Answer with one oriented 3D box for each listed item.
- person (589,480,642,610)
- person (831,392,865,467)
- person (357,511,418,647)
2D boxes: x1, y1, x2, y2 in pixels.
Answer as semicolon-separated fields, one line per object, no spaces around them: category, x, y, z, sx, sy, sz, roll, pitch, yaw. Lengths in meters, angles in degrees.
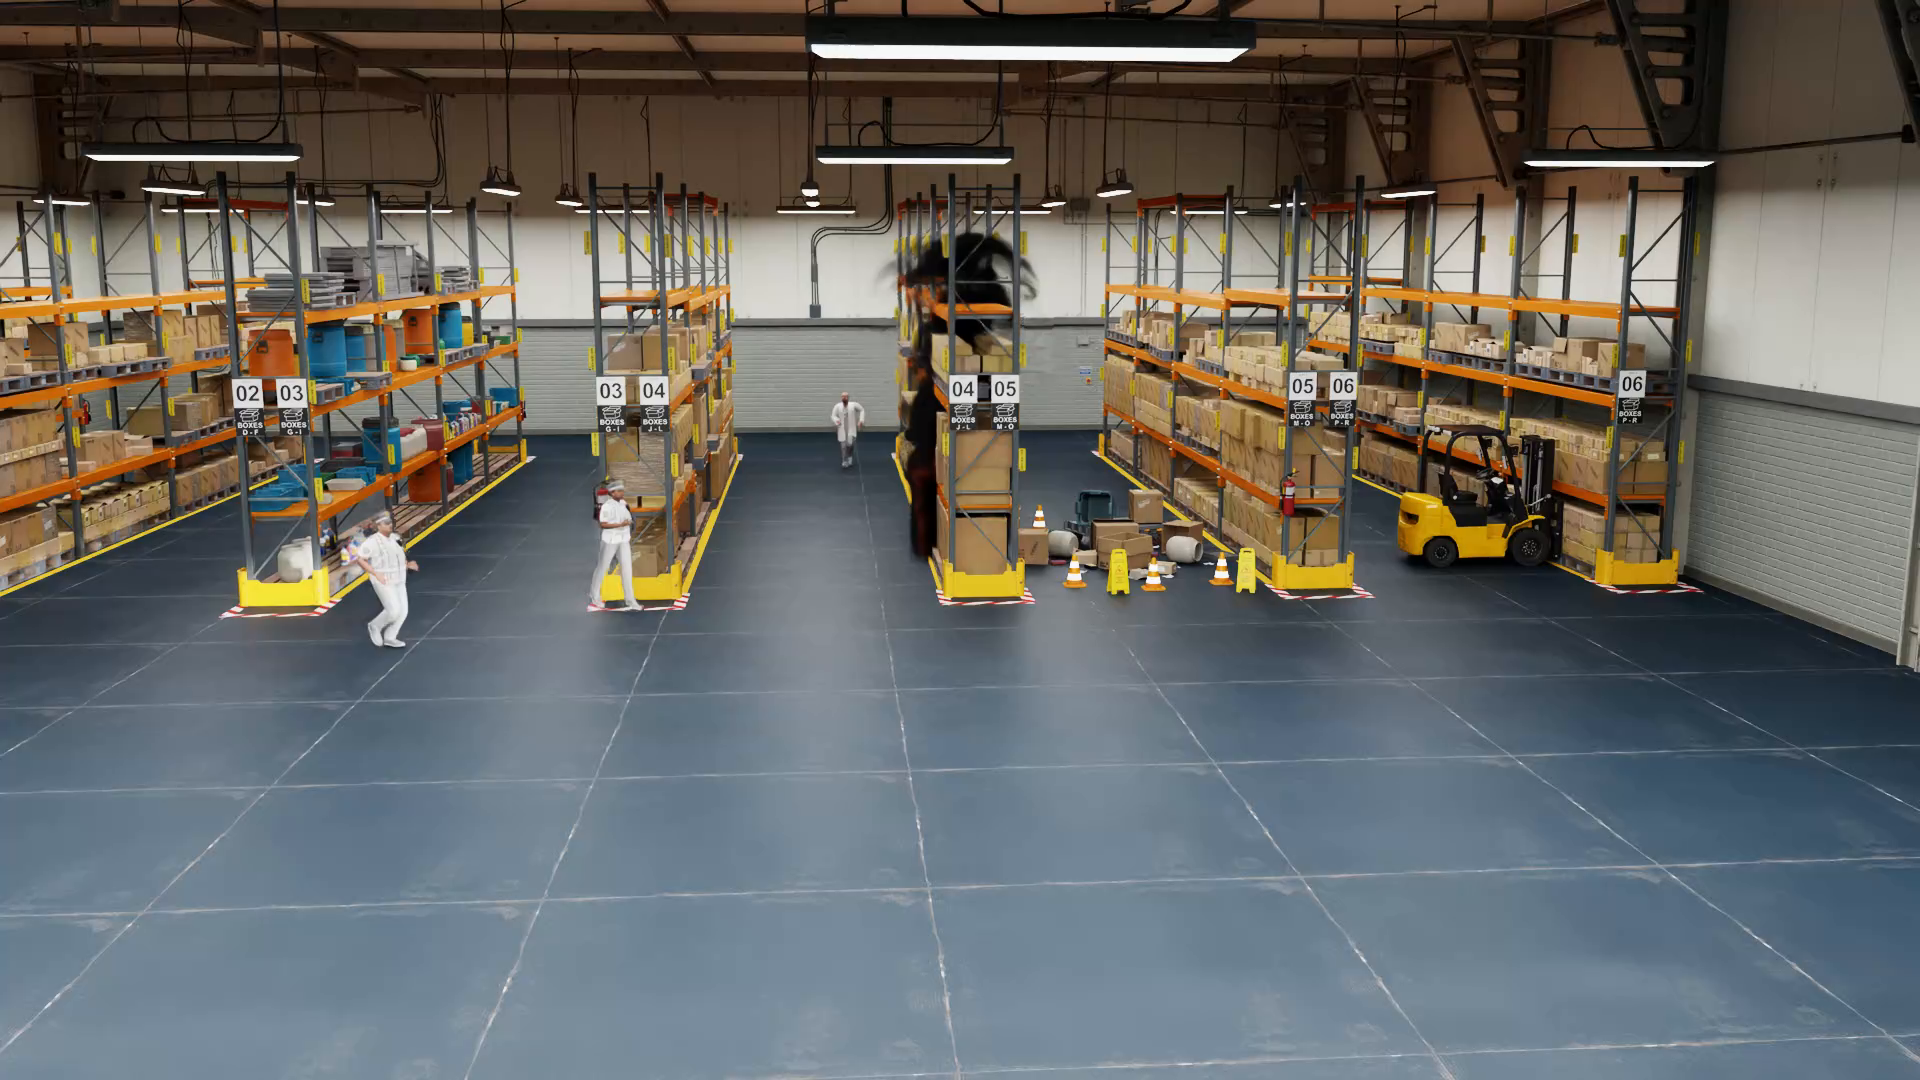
person;-4.547;0.056;21.970;0.875;1.725;0.576;8;13;37
person;-2.560;-2.505;37.836;0.736;1.732;0.814;1;10;5
person;-7.135;0.498;20.855;0.611;1.733;0.656;5;11;25
